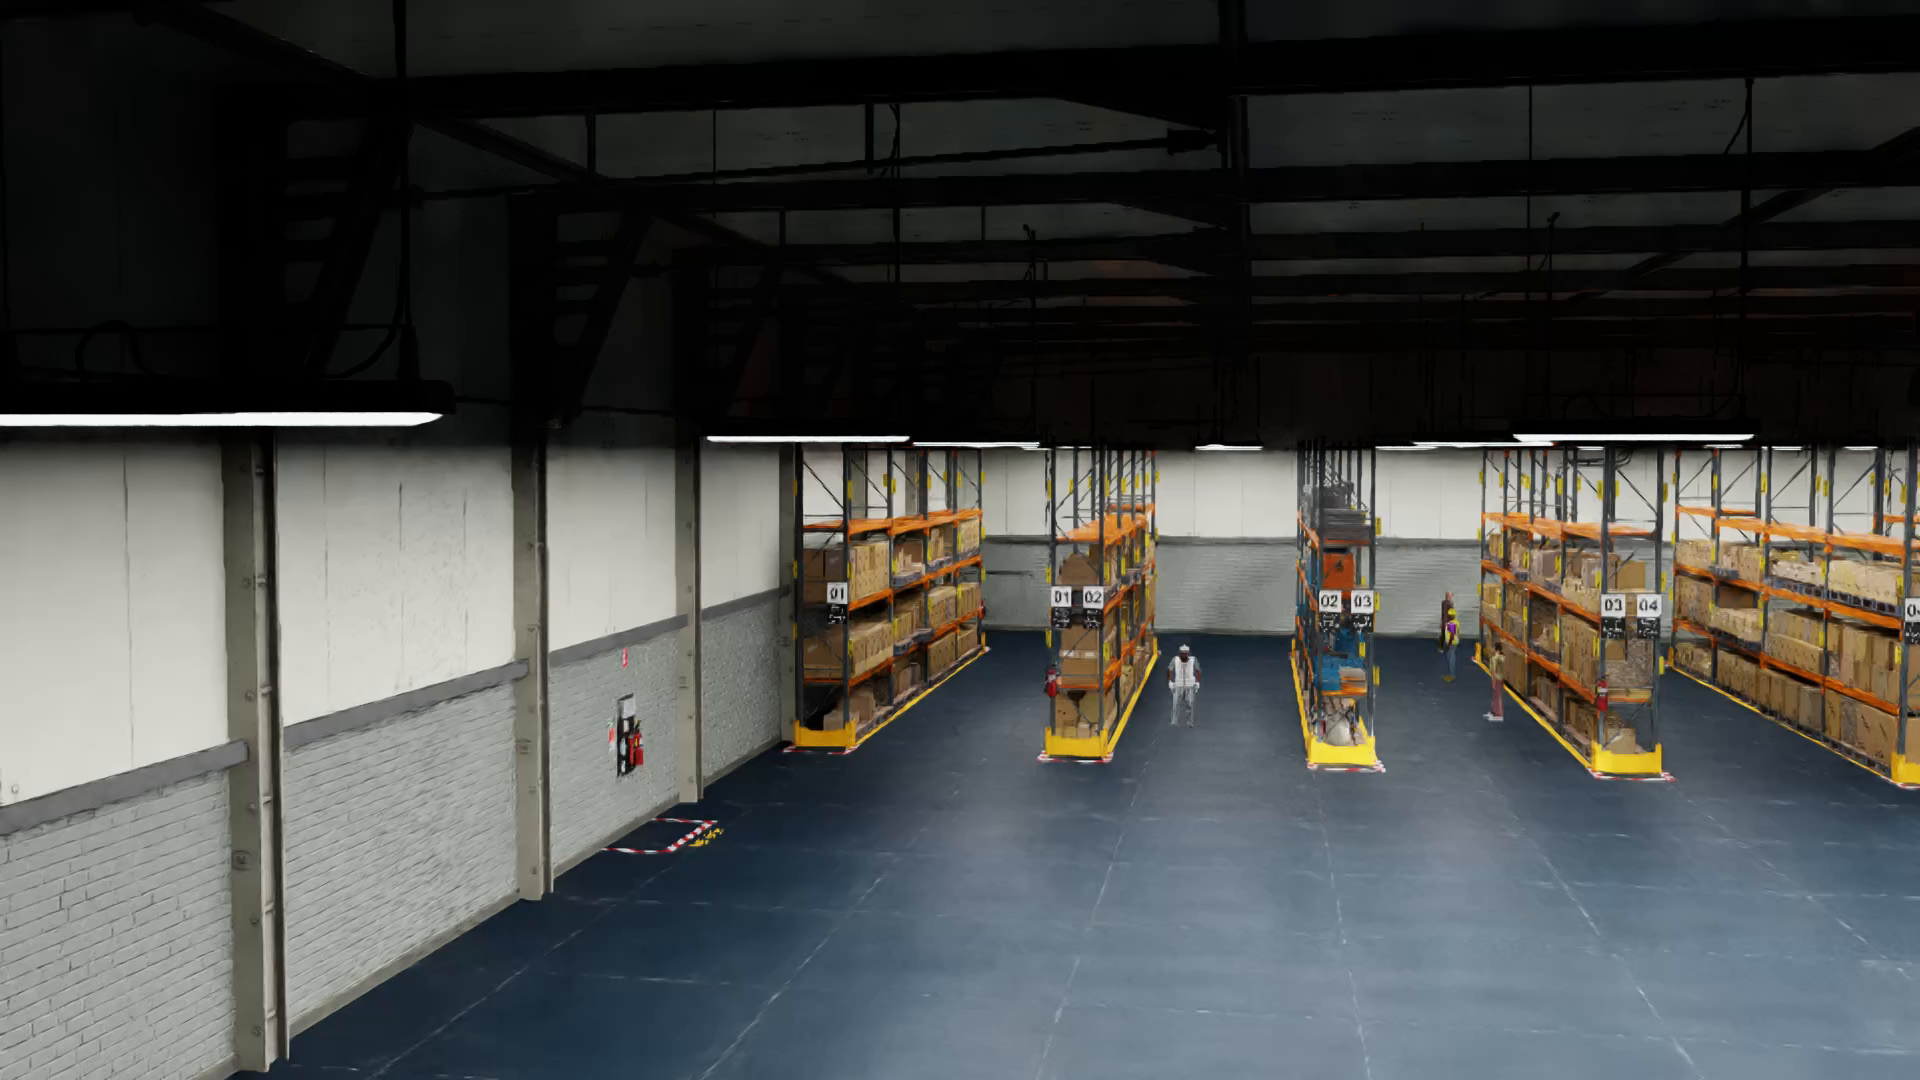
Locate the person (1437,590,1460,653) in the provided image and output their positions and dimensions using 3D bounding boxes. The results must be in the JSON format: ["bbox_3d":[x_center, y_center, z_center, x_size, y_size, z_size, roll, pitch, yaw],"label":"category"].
[{"bbox_3d":[13.892,2.320,47.381,0.527,1.780,0.677,2,4,39],"label":"person"}]

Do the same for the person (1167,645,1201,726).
[{"bbox_3d":[4.662,3.030,34.628,0.702,1.735,0.549,0,3,9],"label":"person"}]

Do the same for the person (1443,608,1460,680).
[{"bbox_3d":[12.380,2.624,41.907,0.411,1.803,0.616,2,3,27],"label":"person"}]

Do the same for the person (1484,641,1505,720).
[{"bbox_3d":[11.413,2.994,35.495,0.477,1.675,0.493,2,4,40],"label":"person"}]
